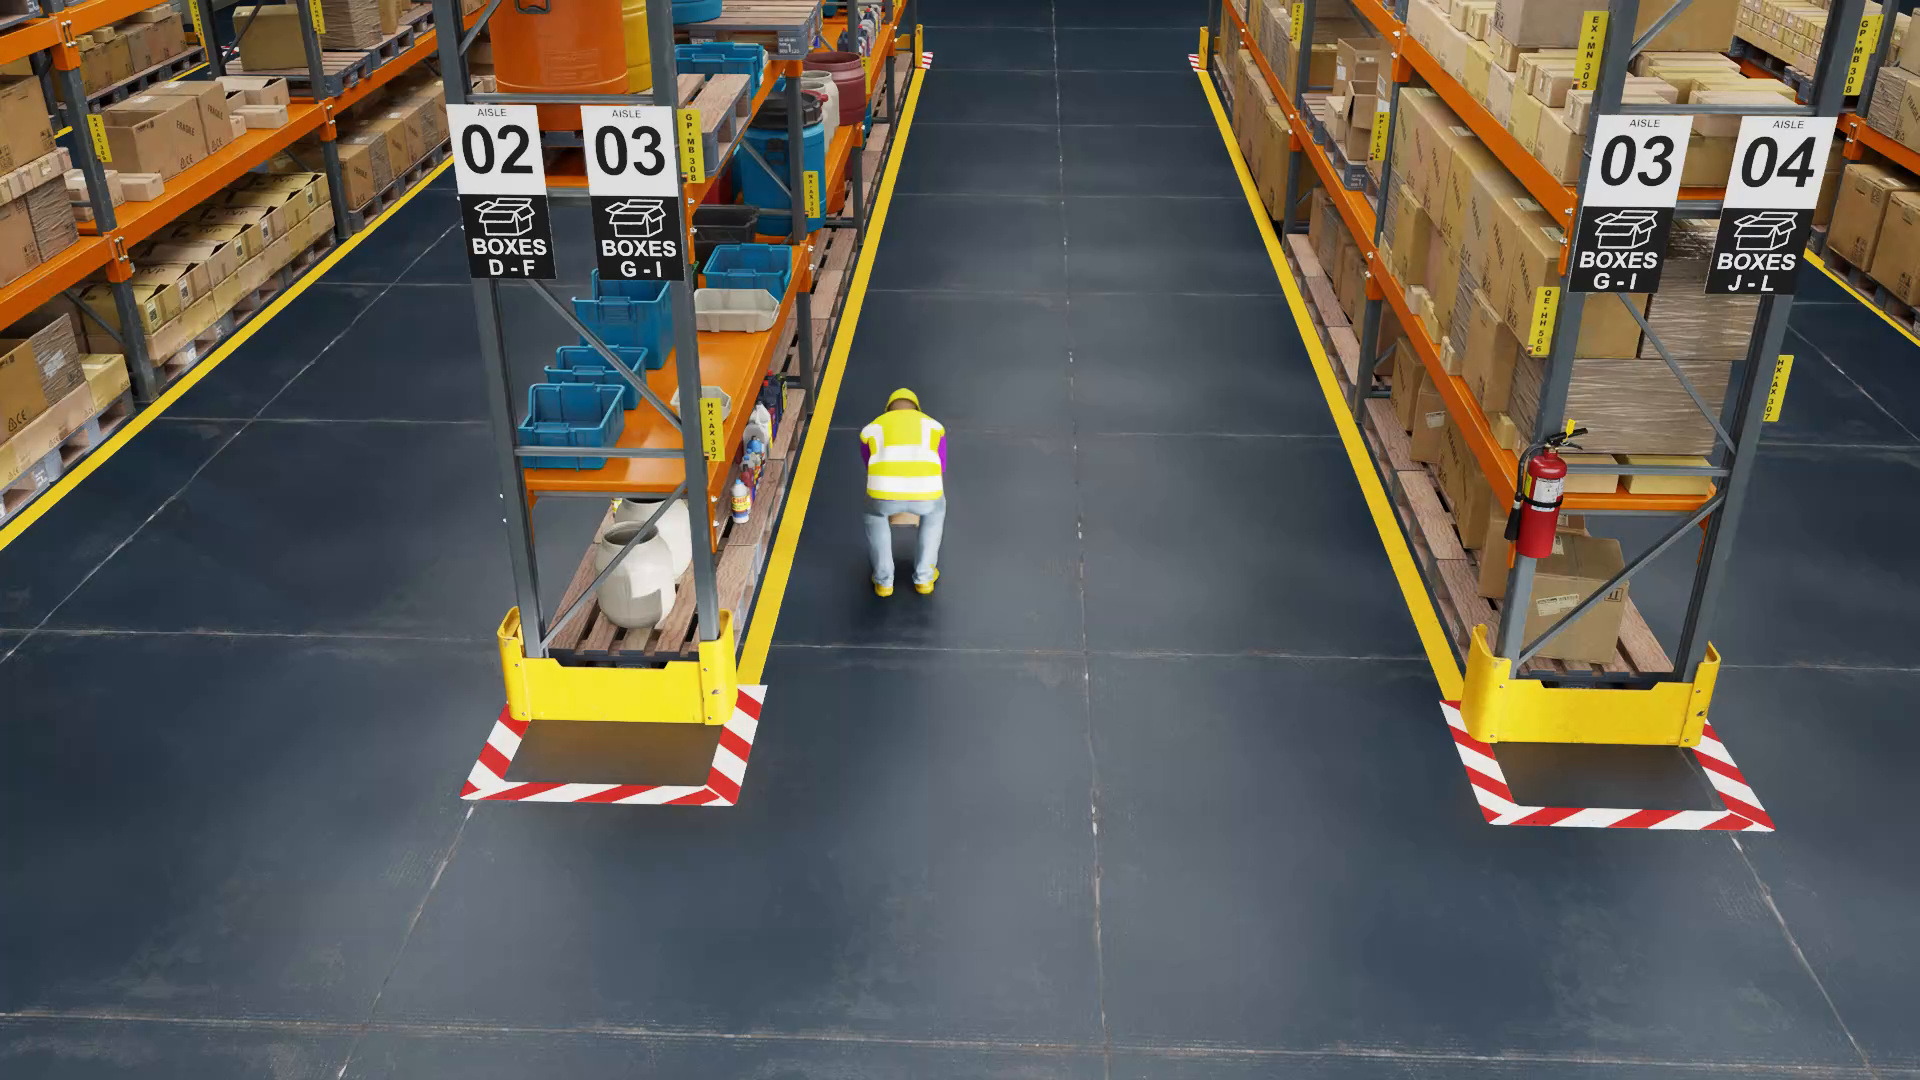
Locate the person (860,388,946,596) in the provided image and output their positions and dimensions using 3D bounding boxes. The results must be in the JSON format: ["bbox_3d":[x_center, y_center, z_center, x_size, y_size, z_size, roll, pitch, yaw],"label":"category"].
[{"bbox_3d":[-0.335,-0.267,9.878,0.513,1.041,0.966,0,28,-1],"label":"person"}]
